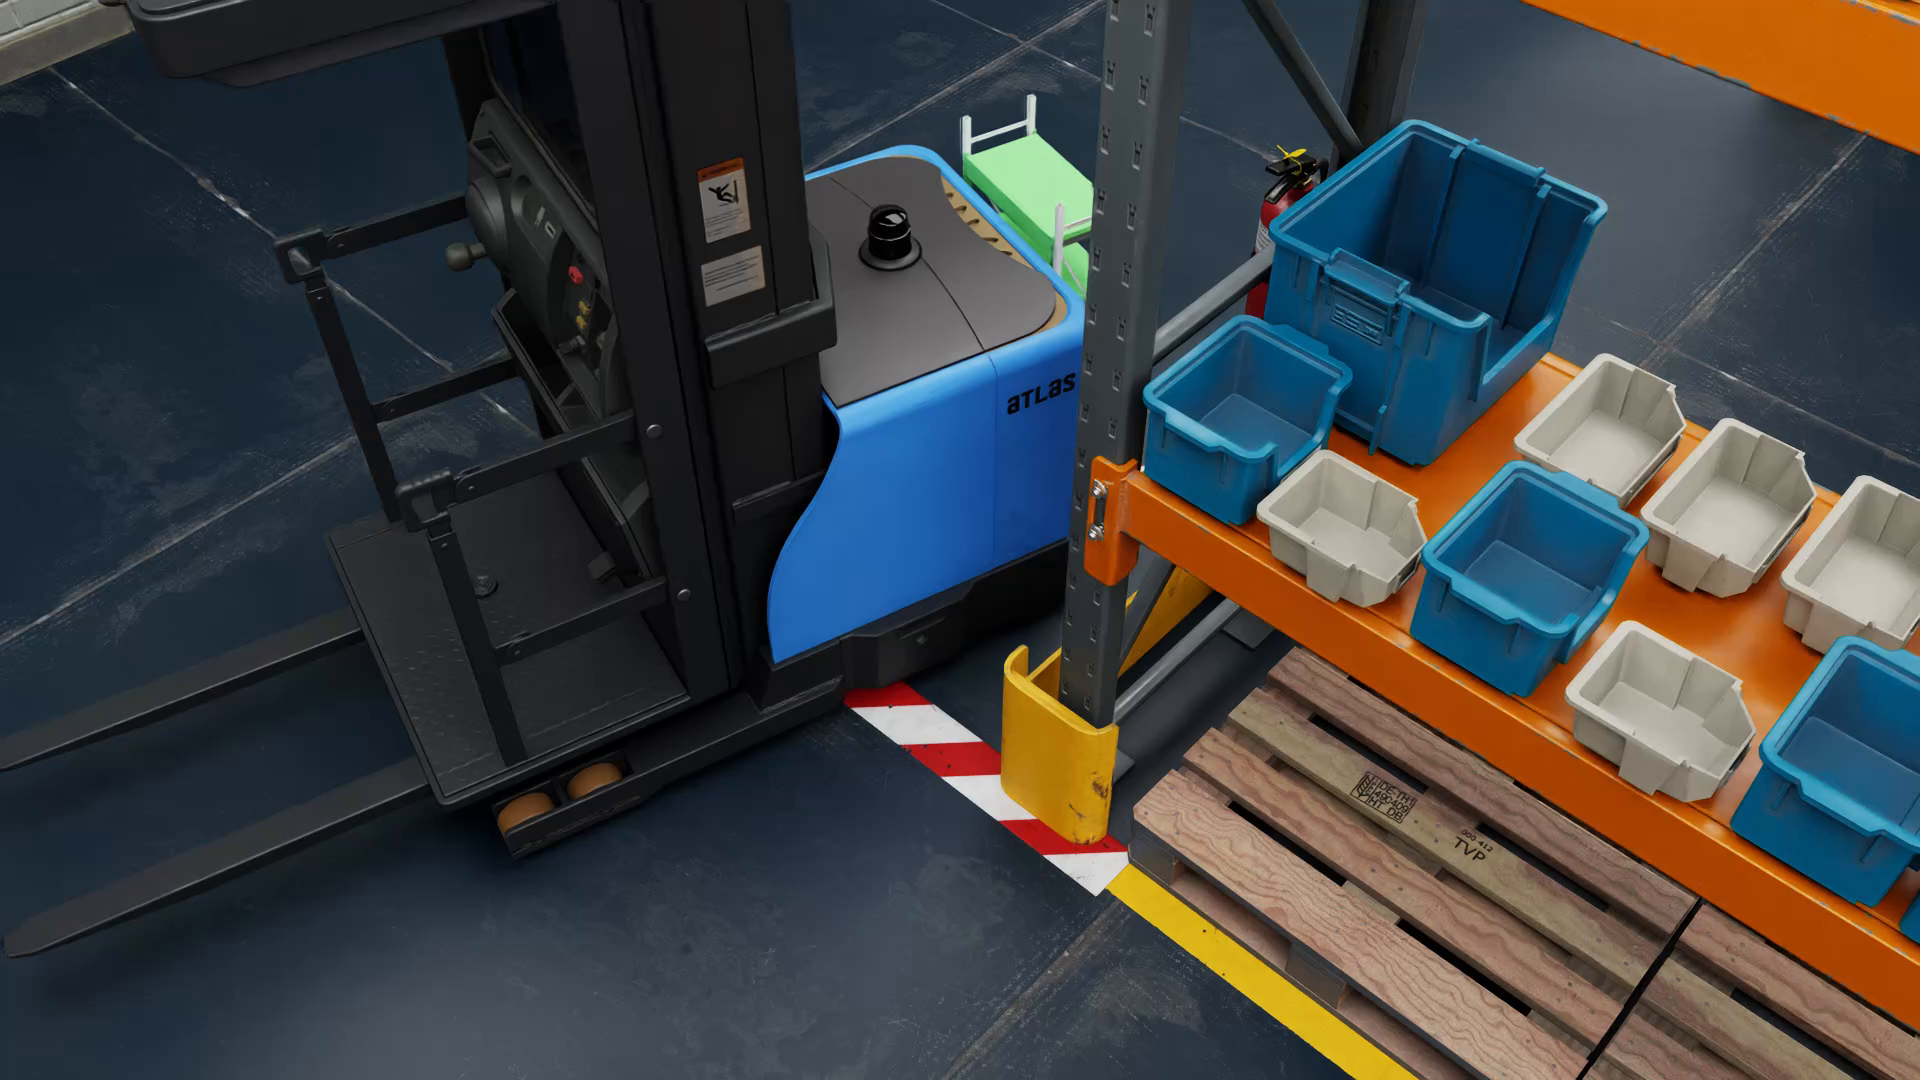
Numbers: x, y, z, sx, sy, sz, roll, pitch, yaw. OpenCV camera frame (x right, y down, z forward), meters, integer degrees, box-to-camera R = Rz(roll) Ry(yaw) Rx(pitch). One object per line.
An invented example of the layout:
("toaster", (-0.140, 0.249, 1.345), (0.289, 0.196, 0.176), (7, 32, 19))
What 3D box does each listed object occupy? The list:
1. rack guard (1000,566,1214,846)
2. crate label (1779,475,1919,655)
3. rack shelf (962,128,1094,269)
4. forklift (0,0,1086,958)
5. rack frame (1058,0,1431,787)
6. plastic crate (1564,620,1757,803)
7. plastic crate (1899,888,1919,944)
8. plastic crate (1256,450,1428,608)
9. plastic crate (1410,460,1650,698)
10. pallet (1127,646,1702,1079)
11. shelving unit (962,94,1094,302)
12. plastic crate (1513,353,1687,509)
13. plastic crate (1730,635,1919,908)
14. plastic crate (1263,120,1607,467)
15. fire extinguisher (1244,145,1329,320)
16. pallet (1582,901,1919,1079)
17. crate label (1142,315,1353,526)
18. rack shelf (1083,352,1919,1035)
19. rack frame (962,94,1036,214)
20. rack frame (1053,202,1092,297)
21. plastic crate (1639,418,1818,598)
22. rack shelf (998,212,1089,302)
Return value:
("rack guard", (0.608, 0.274, 4.650), (0.348, 0.500, 1.175), (34, 55, 28))
("crate label", (1.781, 0.075, 3.262), (0.243, 0.136, 0.396), (34, 55, 28))
("rack shelf", (0.238, -0.965, 4.762), (0.258, 0.148, 0.480), (-23, 51, -20))
("forklift", (-1.152, -0.610, 3.812), (3.031, 2.935, 1.130), (-23, 51, -20))
("rack frame", (0.634, -0.577, 3.734), (0.127, 3.000, 1.000), (34, 55, 28))
("plastic crate", (1.271, 0.329, 3.023), (0.298, 0.136, 0.250), (34, 55, 28))
("plastic crate", (1.781, 0.558, 2.743), (0.300, 0.233, 0.416), (34, 55, 28))
("plastic crate", (0.772, -0.006, 3.338), (0.298, 0.136, 0.250), (34, 55, 28))
("plastic crate", (1.076, 0.084, 3.188), (0.300, 0.233, 0.416), (34, 55, 28))
("pallet", (1.214, 0.806, 4.348), (1.213, 0.211, 1.003), (34, 55, 28))
("shelving unit", (0.238, -0.680, 5.066), (0.258, 1.200, 0.503), (-23, 51, -20))
("plastic crate", (1.357, -0.201, 3.521), (0.243, 0.136, 0.396), (34, 55, 28))
("plastic crate", (1.560, 0.409, 2.882), (0.300, 0.233, 0.416), (34, 55, 28))
("plastic crate", (1.007, -0.544, 3.638), (0.499, 0.435, 0.616), (34, 55, 28))
("fire extinguisher", (0.832, -0.741, 4.197), (0.183, 0.674, 0.296), (34, 55, 28))
("pallet", (2.106, 1.409, 3.782), (1.213, 0.211, 1.003), (34, 55, 28))
("crate label", (0.593, -0.242, 3.493), (0.303, 0.233, 0.416), (34, 55, 28))
("rack shelf", (2.104, 0.658, 3.068), (4.000, 0.370, 1.077), (34, 55, 28))
("rack frame", (0.113, -0.833, 5.209), (0.240, 1.200, 0.015), (-23, 51, -20))
("rack frame", (0.362, -0.527, 4.922), (0.240, 1.200, 0.015), (-23, 51, -20))
("plastic crate", (1.560, -0.050, 3.379), (0.243, 0.136, 0.396), (34, 55, 28))
("rack shelf", (0.238, -0.801, 4.937), (0.258, 0.148, 0.480), (-23, 51, -20))
